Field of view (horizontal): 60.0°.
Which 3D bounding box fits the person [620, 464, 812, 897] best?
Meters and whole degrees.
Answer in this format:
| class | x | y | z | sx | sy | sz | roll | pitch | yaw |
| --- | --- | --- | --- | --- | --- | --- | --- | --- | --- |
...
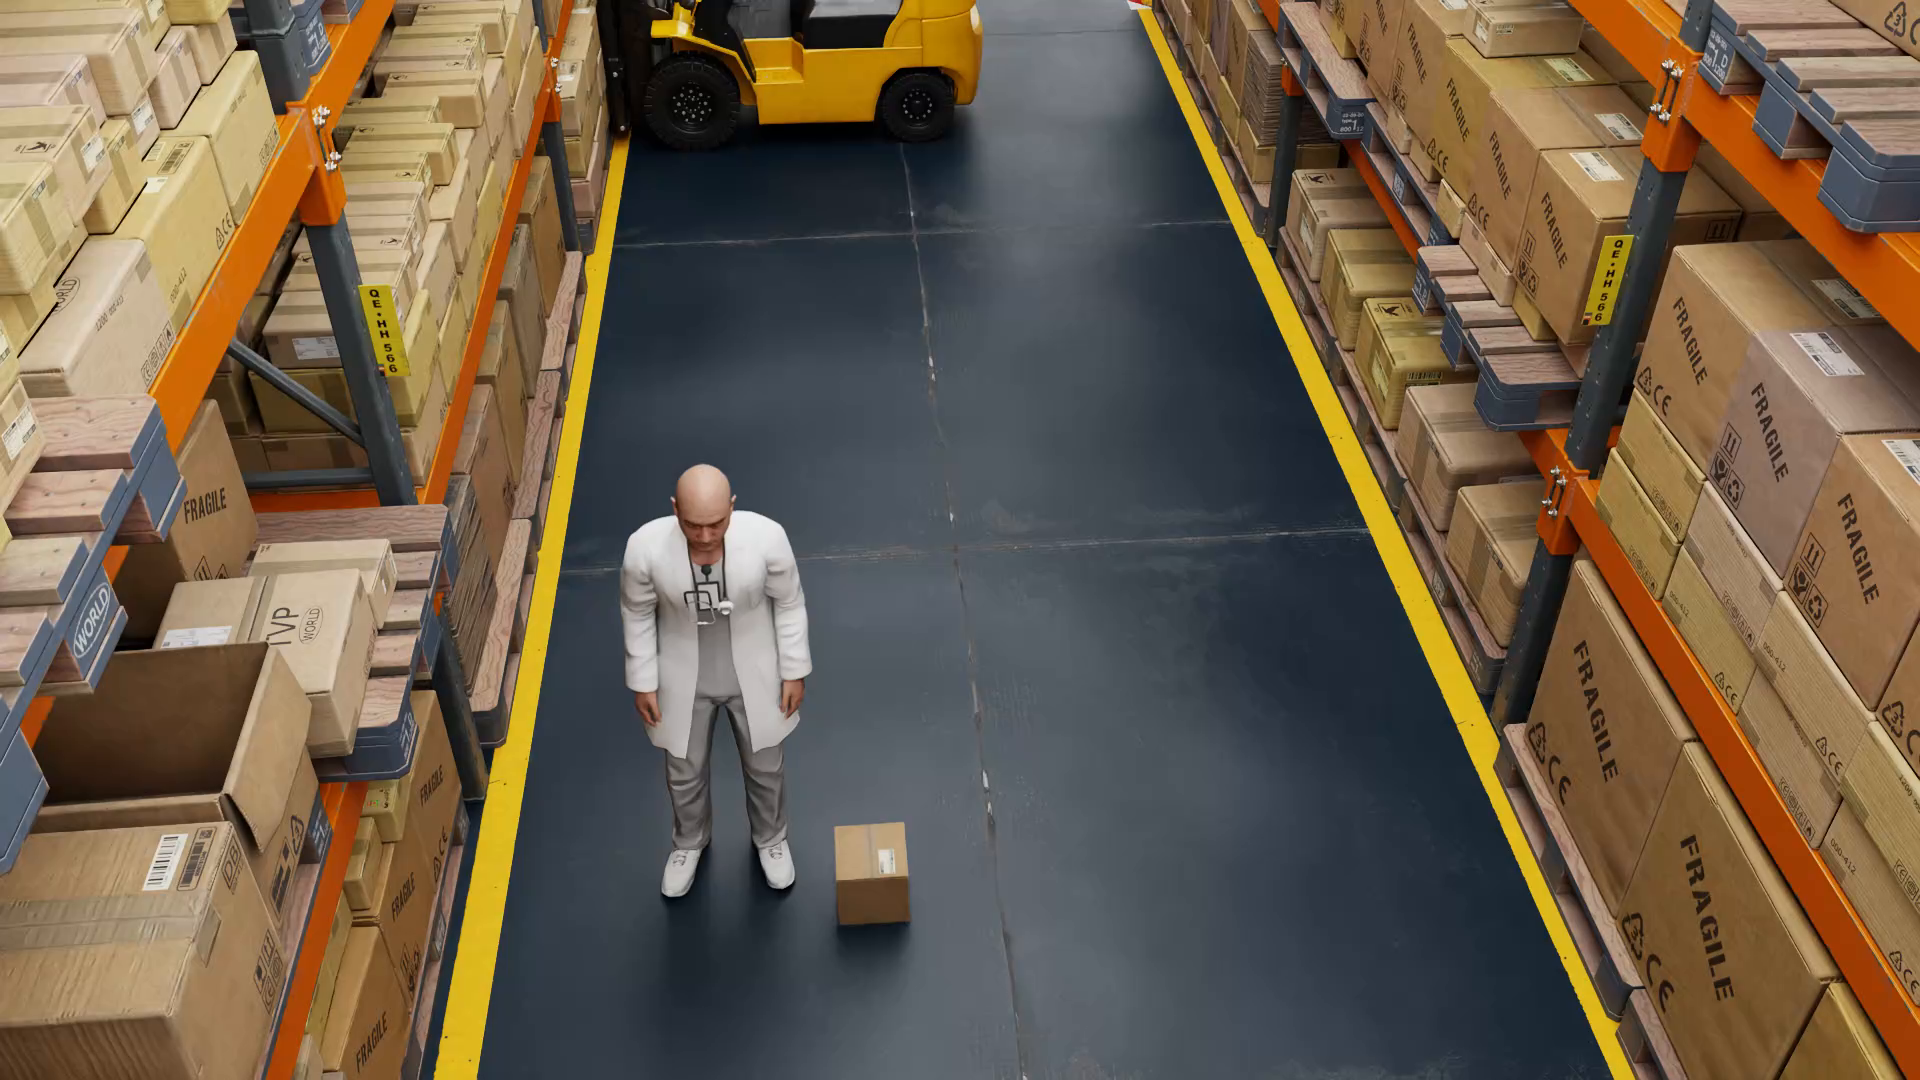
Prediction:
| class | x | y | z | sx | sy | sz | roll | pitch | yaw |
| --- | --- | --- | --- | --- | --- | --- | --- | --- | --- |
| person | -0.806 | 0.463 | 5.586 | 0.622 | 1.774 | 0.426 | -4 | 39 | -5 |
